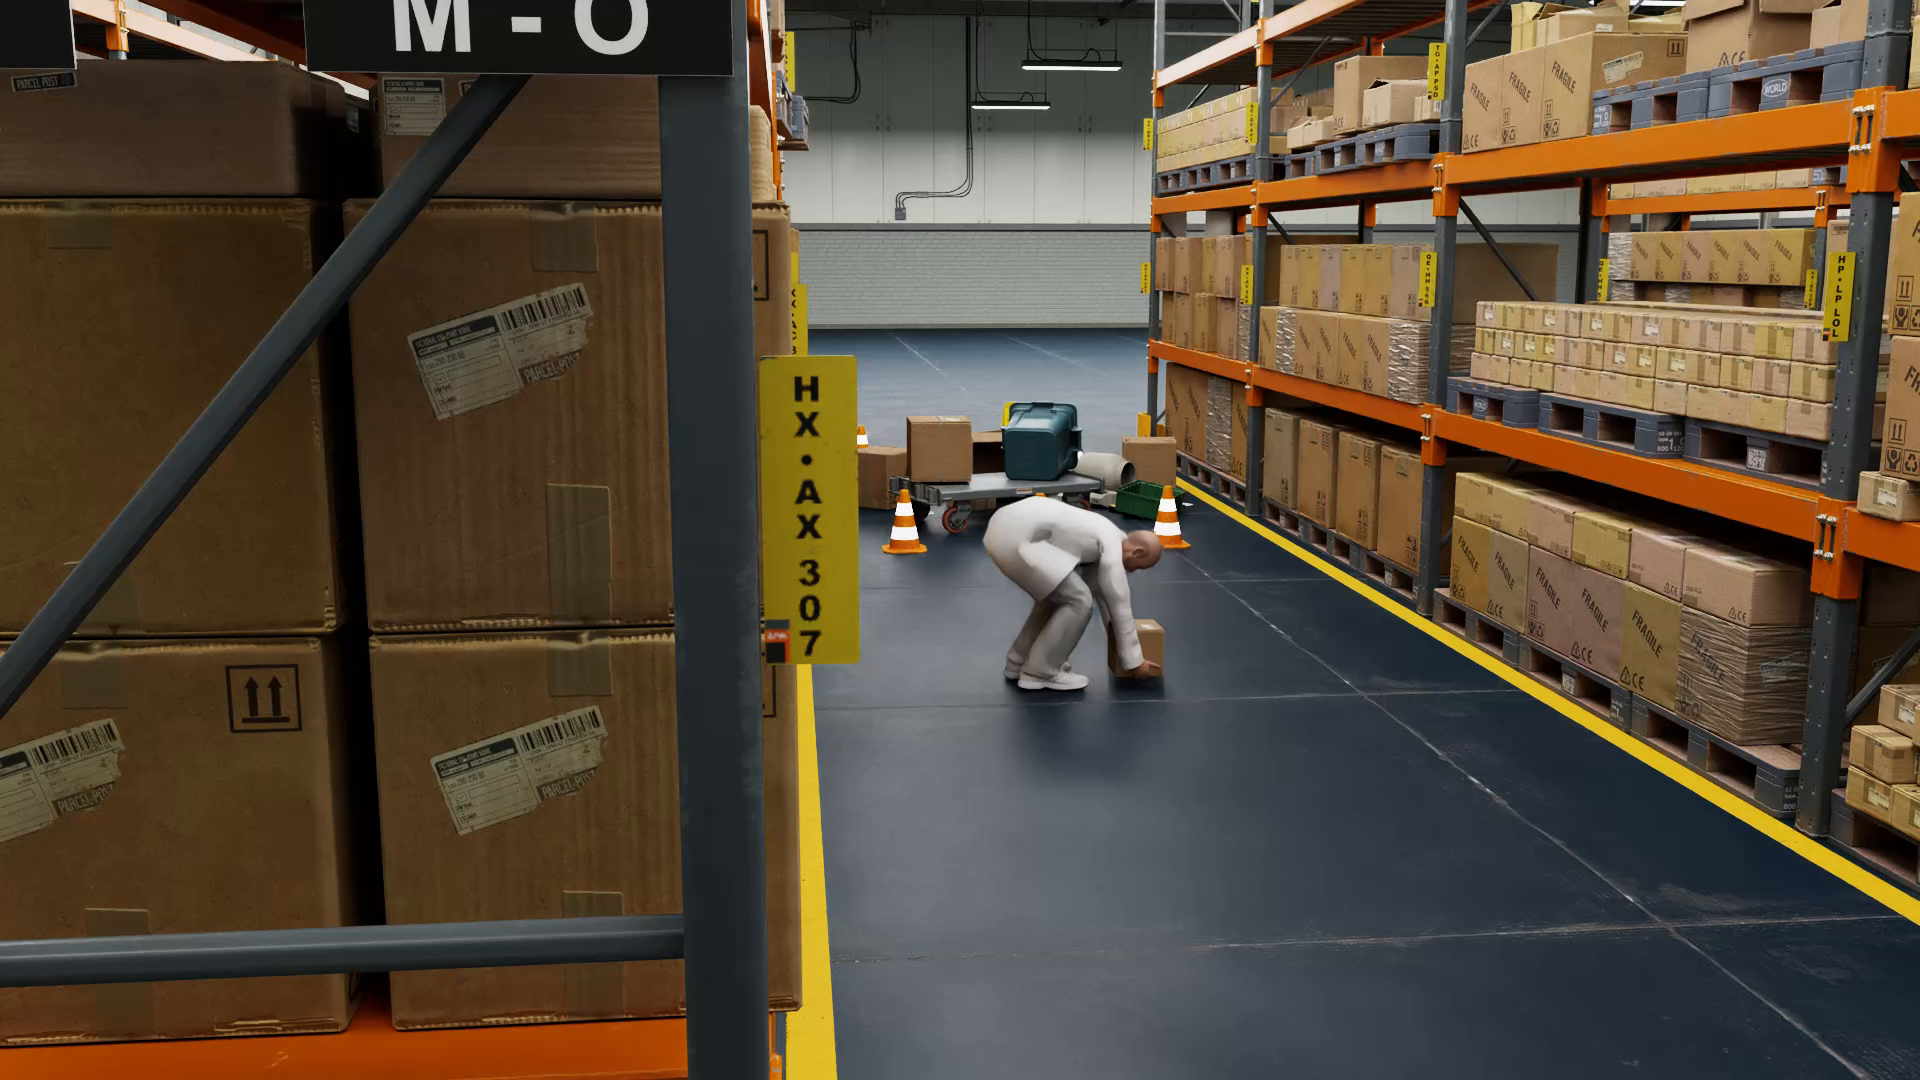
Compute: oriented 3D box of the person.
[{"bbox_3d":[0.591,0.263,8.710,0.943,0.994,0.588,-2,10,-9],"label":"person"}]
